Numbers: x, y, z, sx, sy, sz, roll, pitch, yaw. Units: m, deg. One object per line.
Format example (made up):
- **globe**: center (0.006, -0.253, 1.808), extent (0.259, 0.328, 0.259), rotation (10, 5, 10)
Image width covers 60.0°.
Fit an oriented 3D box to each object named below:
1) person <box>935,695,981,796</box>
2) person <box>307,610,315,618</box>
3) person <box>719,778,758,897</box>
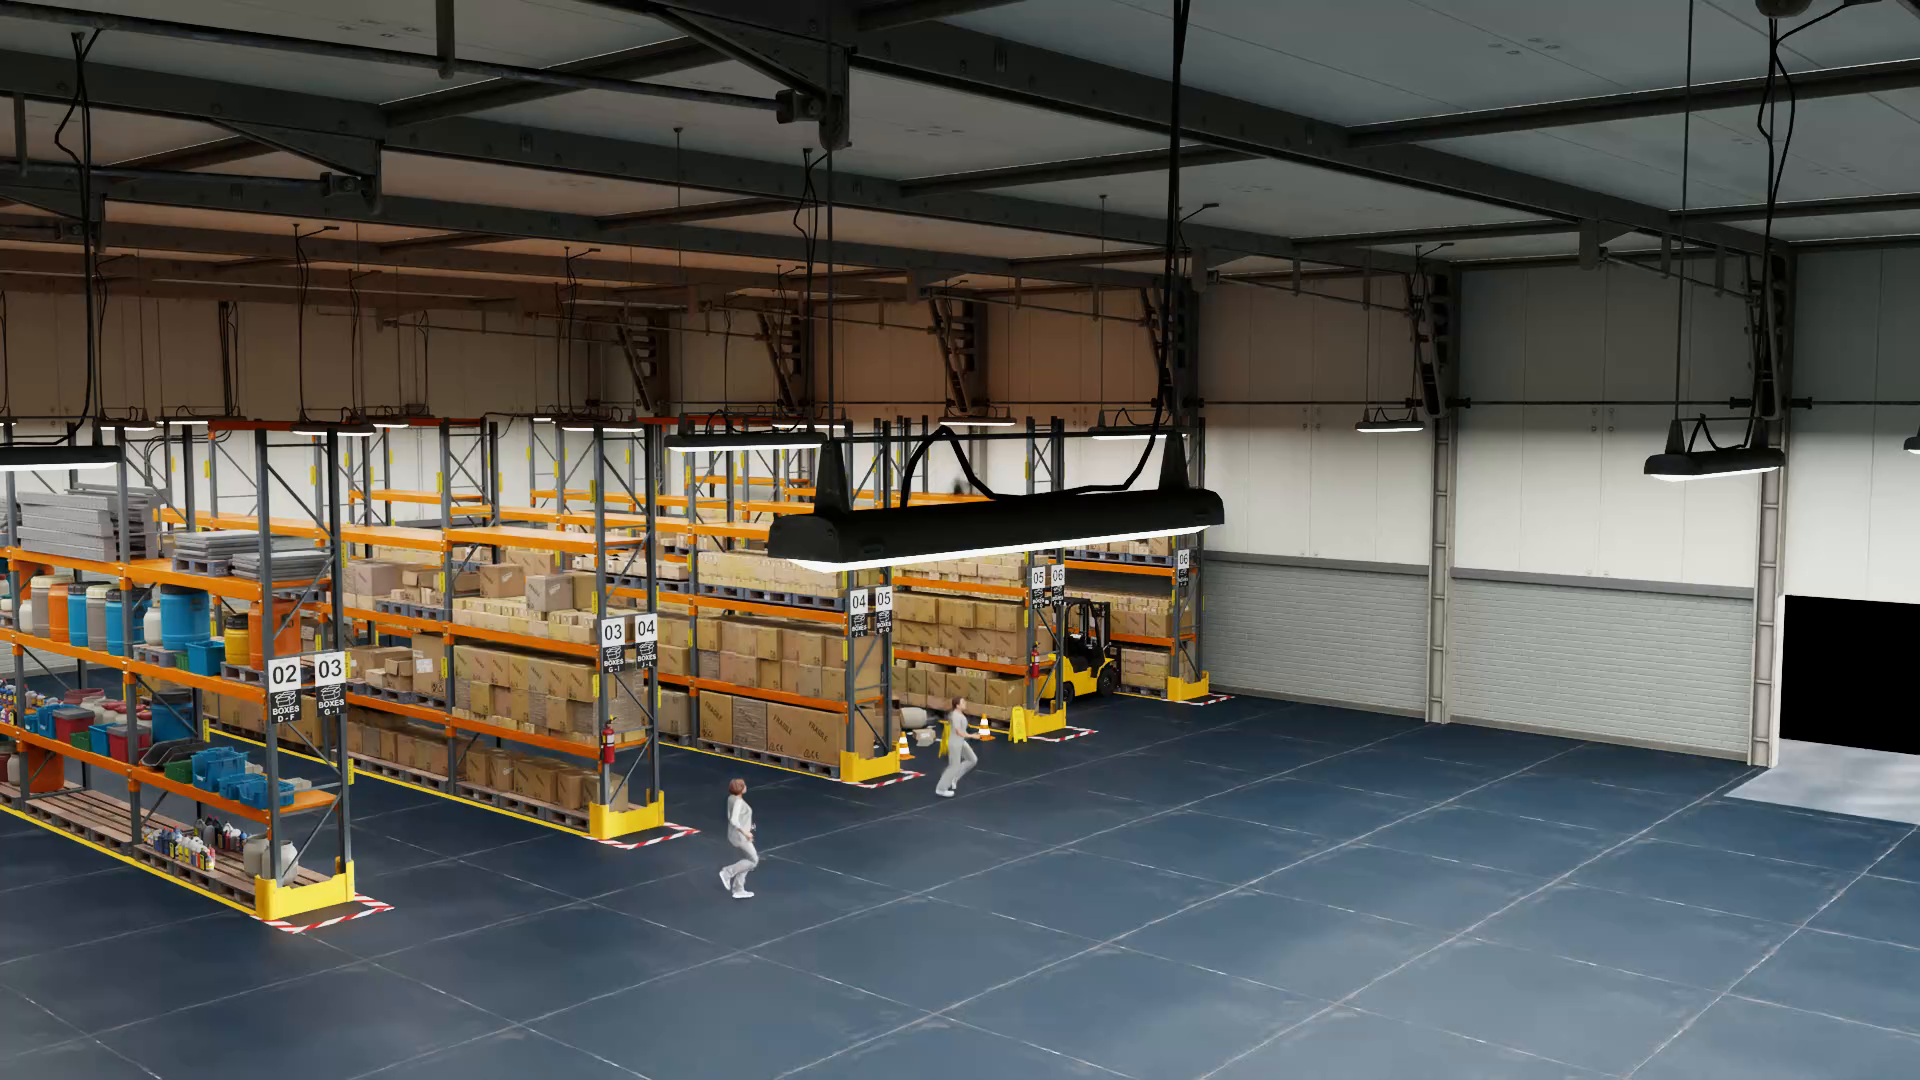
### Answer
- **person**: center (-0.023, 3.291, 26.731), extent (0.737, 1.623, 0.587), rotation (1, 5, 9)
- **person**: center (-14.790, 2.391, 37.772), extent (0.645, 1.651, 0.762), rotation (0, 5, 4)
- **person**: center (-2.831, 3.800, 21.185), extent (0.547, 1.554, 0.537), rotation (-2, 5, -22)
